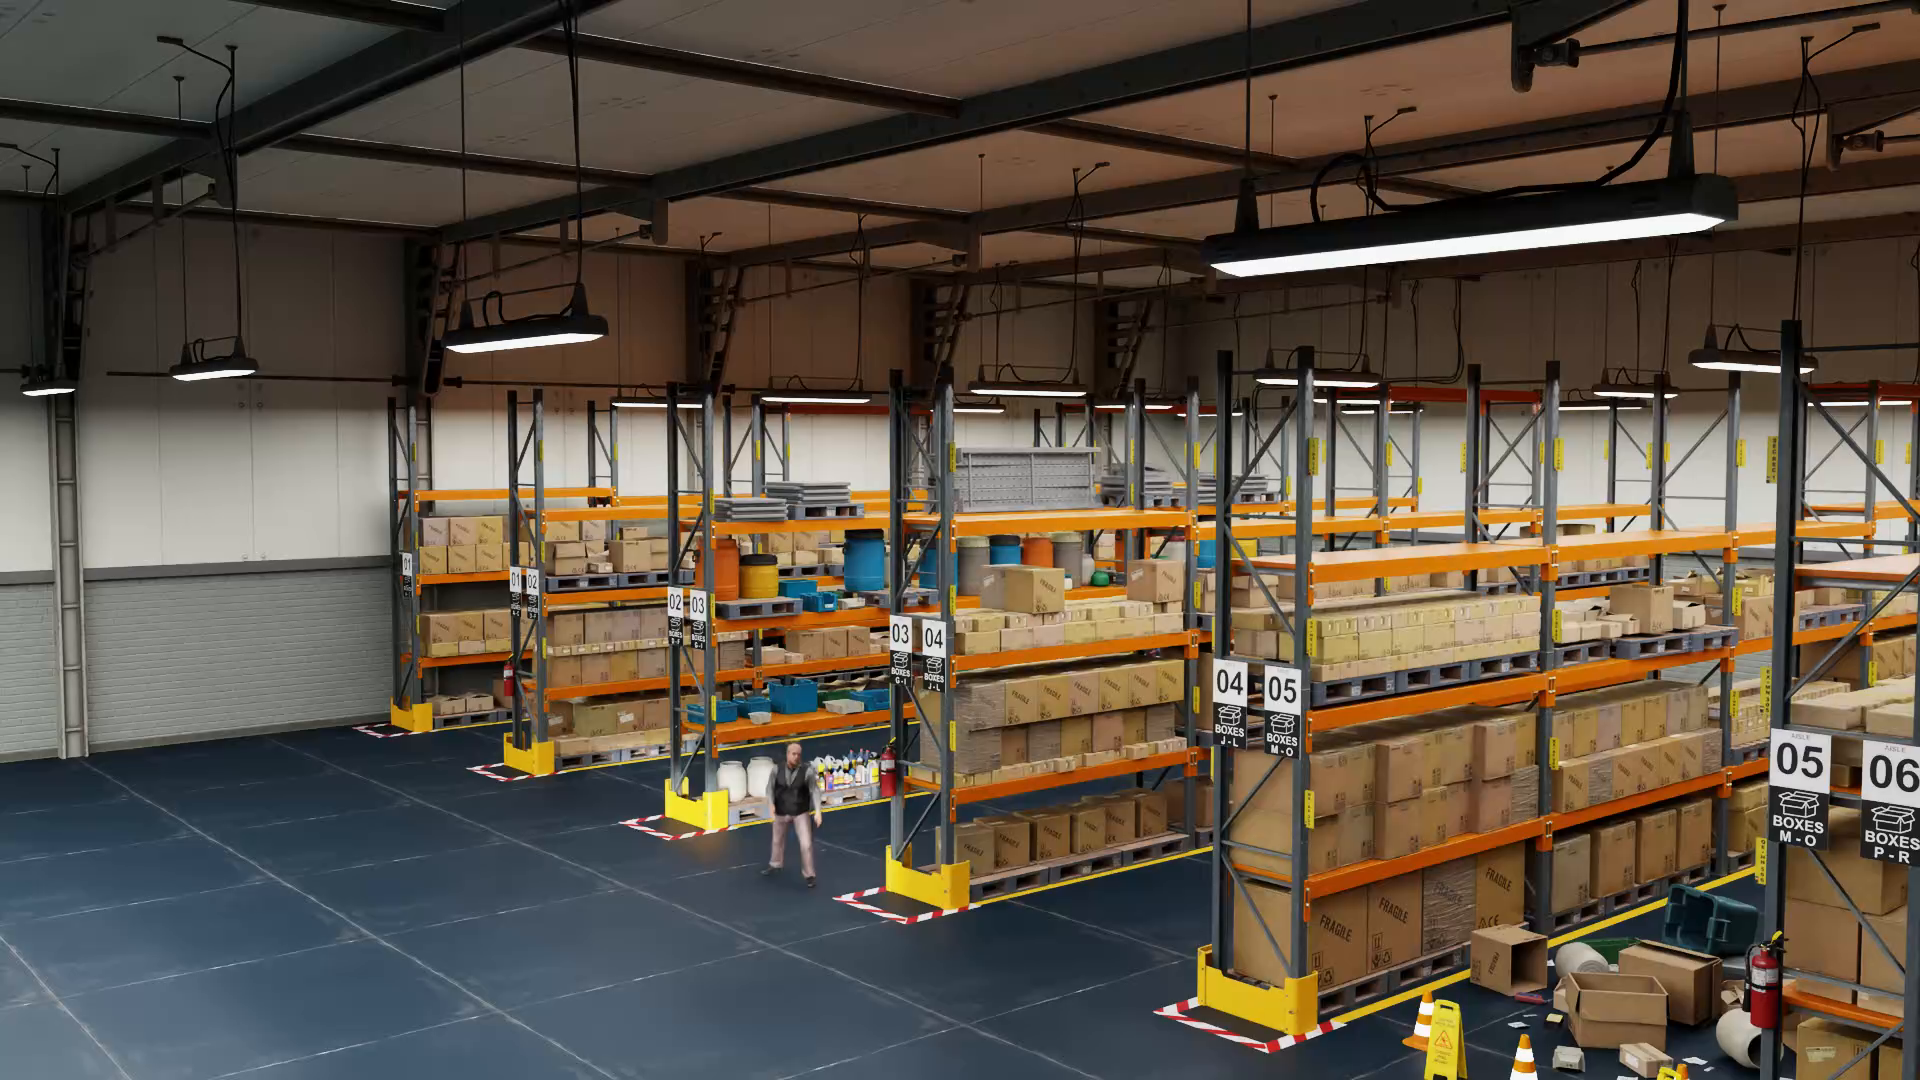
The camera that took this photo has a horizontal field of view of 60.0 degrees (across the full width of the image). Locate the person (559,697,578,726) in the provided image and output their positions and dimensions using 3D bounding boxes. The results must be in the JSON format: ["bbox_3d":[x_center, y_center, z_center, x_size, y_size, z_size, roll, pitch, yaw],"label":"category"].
[{"bbox_3d":[-6.768,2.613,29.022,0.485,1.783,0.758,-1,3,-11],"label":"person"}]

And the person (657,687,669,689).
[{"bbox_3d":[-5.365,2.539,30.289,0.651,1.734,0.628,2,4,31],"label":"person"}]

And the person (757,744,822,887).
[{"bbox_3d":[-2.036,3.196,19.531,0.816,1.664,0.765,1,3,9],"label":"person"}]
